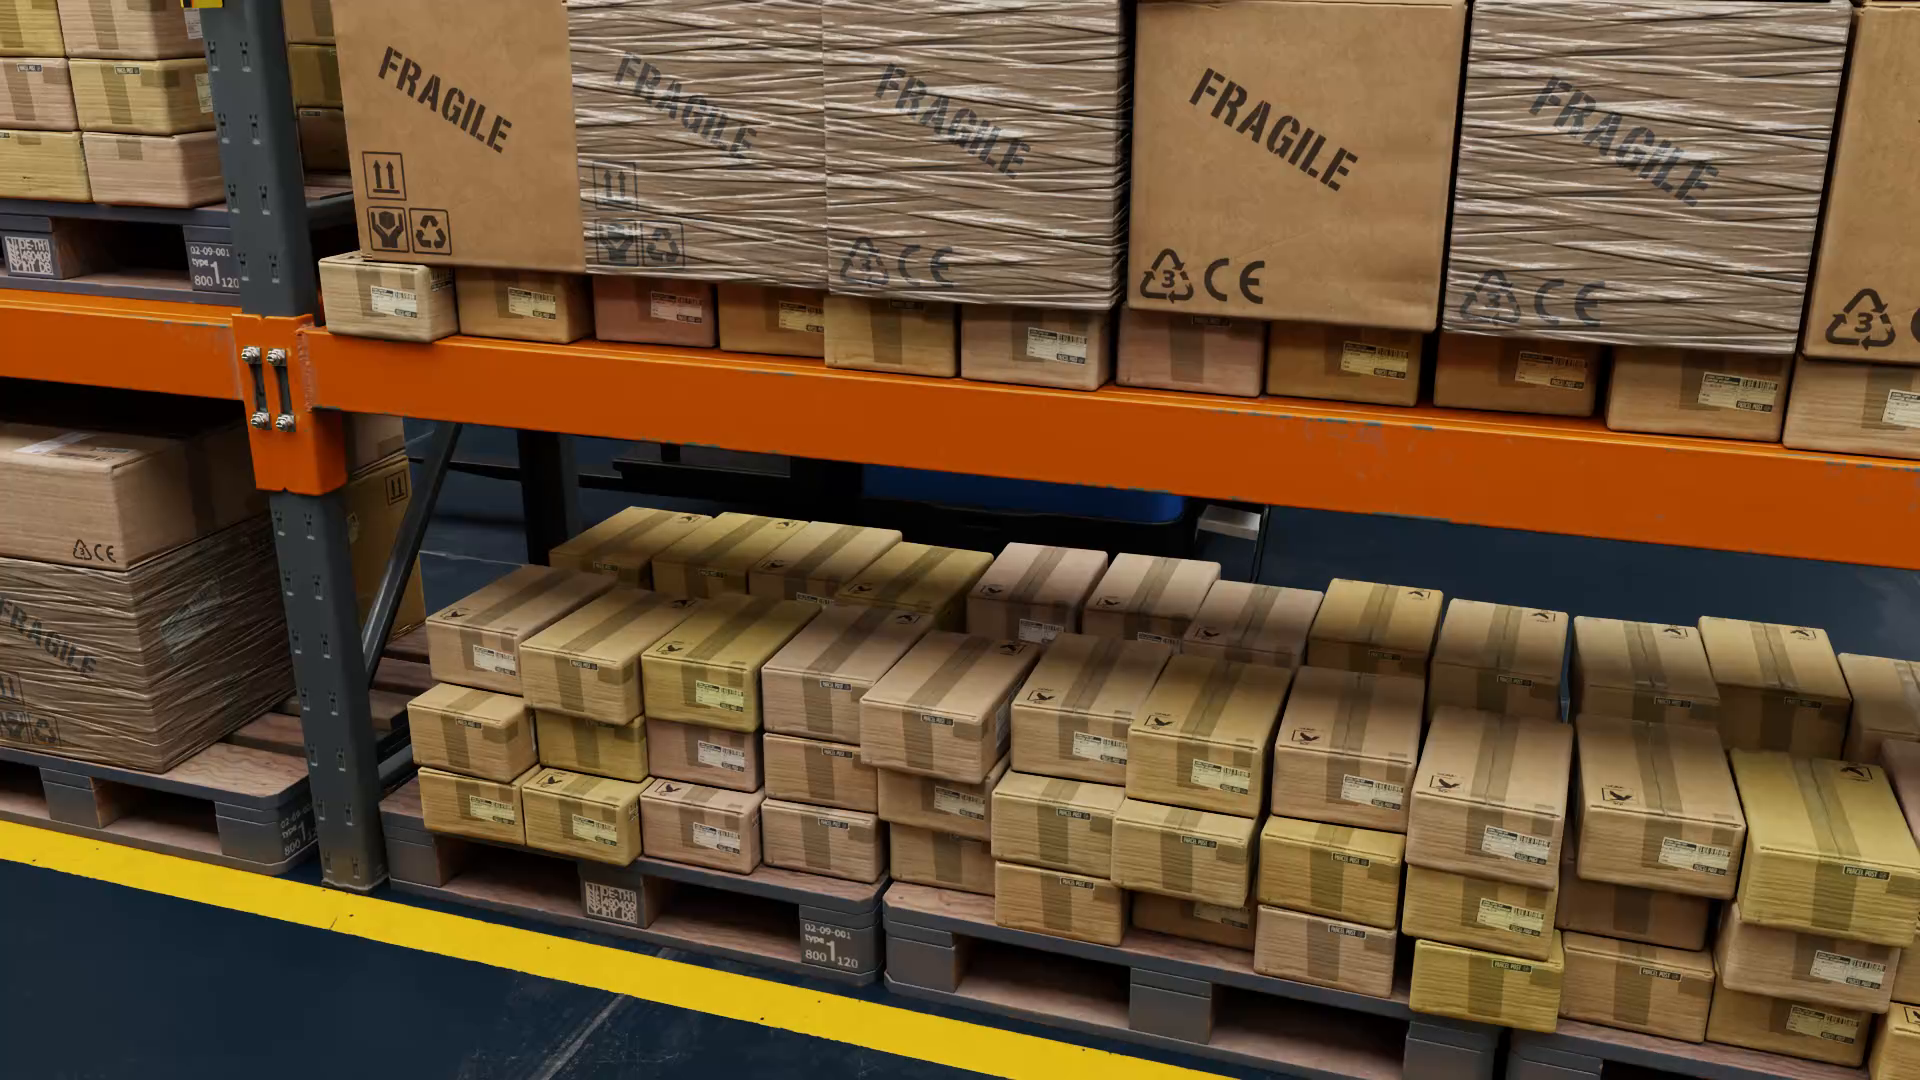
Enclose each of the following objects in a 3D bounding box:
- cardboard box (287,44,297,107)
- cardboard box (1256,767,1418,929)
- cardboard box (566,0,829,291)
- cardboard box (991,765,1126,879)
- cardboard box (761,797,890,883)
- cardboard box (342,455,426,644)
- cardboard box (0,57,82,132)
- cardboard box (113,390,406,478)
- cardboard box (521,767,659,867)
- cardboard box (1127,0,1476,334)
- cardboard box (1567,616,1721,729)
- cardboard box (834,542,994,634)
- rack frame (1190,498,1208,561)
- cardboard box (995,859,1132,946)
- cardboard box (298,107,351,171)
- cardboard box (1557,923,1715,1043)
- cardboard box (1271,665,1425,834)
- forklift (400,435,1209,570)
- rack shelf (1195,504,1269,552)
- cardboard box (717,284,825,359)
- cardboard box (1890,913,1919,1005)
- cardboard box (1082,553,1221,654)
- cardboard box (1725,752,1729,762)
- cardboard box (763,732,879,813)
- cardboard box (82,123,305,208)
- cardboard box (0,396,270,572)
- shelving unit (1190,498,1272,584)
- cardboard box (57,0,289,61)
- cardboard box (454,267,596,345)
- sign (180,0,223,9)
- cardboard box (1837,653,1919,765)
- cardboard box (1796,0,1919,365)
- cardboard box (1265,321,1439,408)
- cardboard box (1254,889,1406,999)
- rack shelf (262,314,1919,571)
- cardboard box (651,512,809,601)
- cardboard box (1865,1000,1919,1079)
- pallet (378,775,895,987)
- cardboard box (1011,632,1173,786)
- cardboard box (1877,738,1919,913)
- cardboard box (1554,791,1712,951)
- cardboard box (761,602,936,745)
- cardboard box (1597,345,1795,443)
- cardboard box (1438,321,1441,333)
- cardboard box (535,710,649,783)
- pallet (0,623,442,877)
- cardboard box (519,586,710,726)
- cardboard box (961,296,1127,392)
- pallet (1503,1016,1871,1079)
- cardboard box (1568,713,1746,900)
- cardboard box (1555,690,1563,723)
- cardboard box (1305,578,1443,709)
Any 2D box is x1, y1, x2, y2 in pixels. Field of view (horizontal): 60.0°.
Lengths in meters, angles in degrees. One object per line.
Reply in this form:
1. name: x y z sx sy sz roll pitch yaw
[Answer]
1. cardboard box: -1.701 -1.206 4.270 0.250 0.149 0.380 6 20 17
2. cardboard box: 0.731 0.558 3.160 0.250 0.149 0.380 8 21 21
3. cardboard box: -0.379 -0.777 3.145 0.500 0.500 0.500 7 20 18
4. cardboard box: 0.237 0.502 3.320 0.250 0.149 0.380 6 20 18
5. cardboard box: -0.236 0.566 3.589 0.250 0.149 0.380 6 20 17
6. cardboard box: -1.845 0.047 4.543 0.500 0.500 0.500 7 21 20
7. cardboard box: -1.924 -1.002 3.686 0.250 0.149 0.380 7 20 18
8. cardboard box: -1.846 -0.307 4.419 0.500 0.250 0.500 6 20 16
9. cardboard box: -0.744 0.543 3.654 0.250 0.149 0.380 7 20 20
10. cardboard box: 0.601 -0.663 2.817 0.500 0.500 0.500 8 21 21
11. cardboard box: 1.404 0.304 3.437 0.250 0.149 0.380 6 20 15
12. cardboard box: -0.101 0.144 3.895 0.250 0.149 0.380 7 20 20
13. rack frame: 0.825 -0.273 5.432 0.006 0.900 0.240 12 22 15
14. cardboard box: 0.243 0.642 3.370 0.250 0.149 0.380 6 20 17
15. cardboard box: -1.455 -1.038 4.240 0.250 0.149 0.380 6 20 15
16. cardboard box: 1.244 0.741 3.086 0.250 0.149 0.380 7 20 19
17. cardboard box: 0.748 0.392 3.183 0.250 0.149 0.380 6 20 16
18. forklift: -0.601 -1.447 5.773 3.031 2.935 1.130 6 20 17
19. rack shelf: 0.900 -0.055 5.482 0.200 0.077 0.258 12 22 15
20. cardboard box: -0.282 -0.473 3.258 0.250 0.149 0.380 6 20 16
21. cardboard box: 1.723 0.654 2.885 0.250 0.149 0.380 6 20 17
22. cardboard box: 0.443 0.170 3.821 0.250 0.149 0.380 6 20 16
23. cardboard box: 1.633 0.484 3.371 0.250 0.149 0.380 7 20 19
24. cardboard box: -0.232 0.418 3.561 0.250 0.149 0.380 5 20 15
25. cardboard box: -1.674 -0.834 3.654 0.250 0.149 0.380 6 20 17
26. cardboard box: -2.021 -0.146 3.960 0.500 0.250 0.500 6 20 17
27. shelving unit: 0.921 -0.253 5.406 0.210 0.900 0.258 12 22 15
28. cardboard box: -1.677 -1.116 3.560 0.250 0.149 0.380 8 21 21
29. cardboard box: -0.806 -0.517 3.383 0.250 0.149 0.380 7 20 20
30. sign: -1.413 -1.146 3.049 0.005 0.325 0.100 7 20 18
31. cardboard box: 1.861 0.372 3.242 0.250 0.149 0.380 7 20 19
32. cardboard box: 1.550 -0.554 2.504 0.500 0.500 0.500 6 20 17
33. cardboard box: 0.700 -0.359 2.932 0.250 0.149 0.380 7 20 19
34. cardboard box: 0.730 0.697 3.212 0.250 0.149 0.380 7 20 19
35. rack shelf: 0.655 -0.217 3.234 4.000 0.370 1.077 7 20 18
36. cardboard box: -0.558 0.067 4.116 0.250 0.149 0.380 7 20 19
37. cardboard box: 1.702 0.819 2.862 0.250 0.149 0.380 7 20 20
38. pallet: -0.588 0.606 4.018 1.213 0.211 1.003 7 20 18
39. cardboard box: 0.271 0.334 3.350 0.250 0.149 0.380 6 20 16
40. cardboard box: 1.743 0.503 2.865 0.250 0.149 0.380 7 20 19
41. cardboard box: 1.240 0.582 3.091 0.250 0.149 0.380 6 20 17
42. cardboard box: -0.227 0.277 3.513 0.250 0.149 0.380 6 20 17
43. cardboard box: 1.191 -0.288 2.727 0.250 0.149 0.380 6 20 16
44. cardboard box: 0.856 -0.511 3.368 0.250 0.149 0.380 7 21 20
45. cardboard box: -0.728 0.373 3.690 0.250 0.149 0.380 7 20 18
46. pallet: -1.970 0.461 4.434 1.213 0.211 1.003 7 20 18
47. cardboard box: -0.736 0.244 3.608 0.250 0.149 0.380 8 21 21
48. cardboard box: 0.186 -0.394 3.032 0.250 0.149 0.380 7 21 20
49. pallet: 1.717 0.869 3.262 1.213 0.211 1.003 7 20 18
50. cardboard box: 1.232 0.467 2.969 0.250 0.149 0.380 6 20 16
51. cardboard box: 1.145 0.424 3.544 0.250 0.149 0.380 6 20 15
52. cardboard box: 0.911 0.228 3.654 0.250 0.149 0.380 7 20 19
